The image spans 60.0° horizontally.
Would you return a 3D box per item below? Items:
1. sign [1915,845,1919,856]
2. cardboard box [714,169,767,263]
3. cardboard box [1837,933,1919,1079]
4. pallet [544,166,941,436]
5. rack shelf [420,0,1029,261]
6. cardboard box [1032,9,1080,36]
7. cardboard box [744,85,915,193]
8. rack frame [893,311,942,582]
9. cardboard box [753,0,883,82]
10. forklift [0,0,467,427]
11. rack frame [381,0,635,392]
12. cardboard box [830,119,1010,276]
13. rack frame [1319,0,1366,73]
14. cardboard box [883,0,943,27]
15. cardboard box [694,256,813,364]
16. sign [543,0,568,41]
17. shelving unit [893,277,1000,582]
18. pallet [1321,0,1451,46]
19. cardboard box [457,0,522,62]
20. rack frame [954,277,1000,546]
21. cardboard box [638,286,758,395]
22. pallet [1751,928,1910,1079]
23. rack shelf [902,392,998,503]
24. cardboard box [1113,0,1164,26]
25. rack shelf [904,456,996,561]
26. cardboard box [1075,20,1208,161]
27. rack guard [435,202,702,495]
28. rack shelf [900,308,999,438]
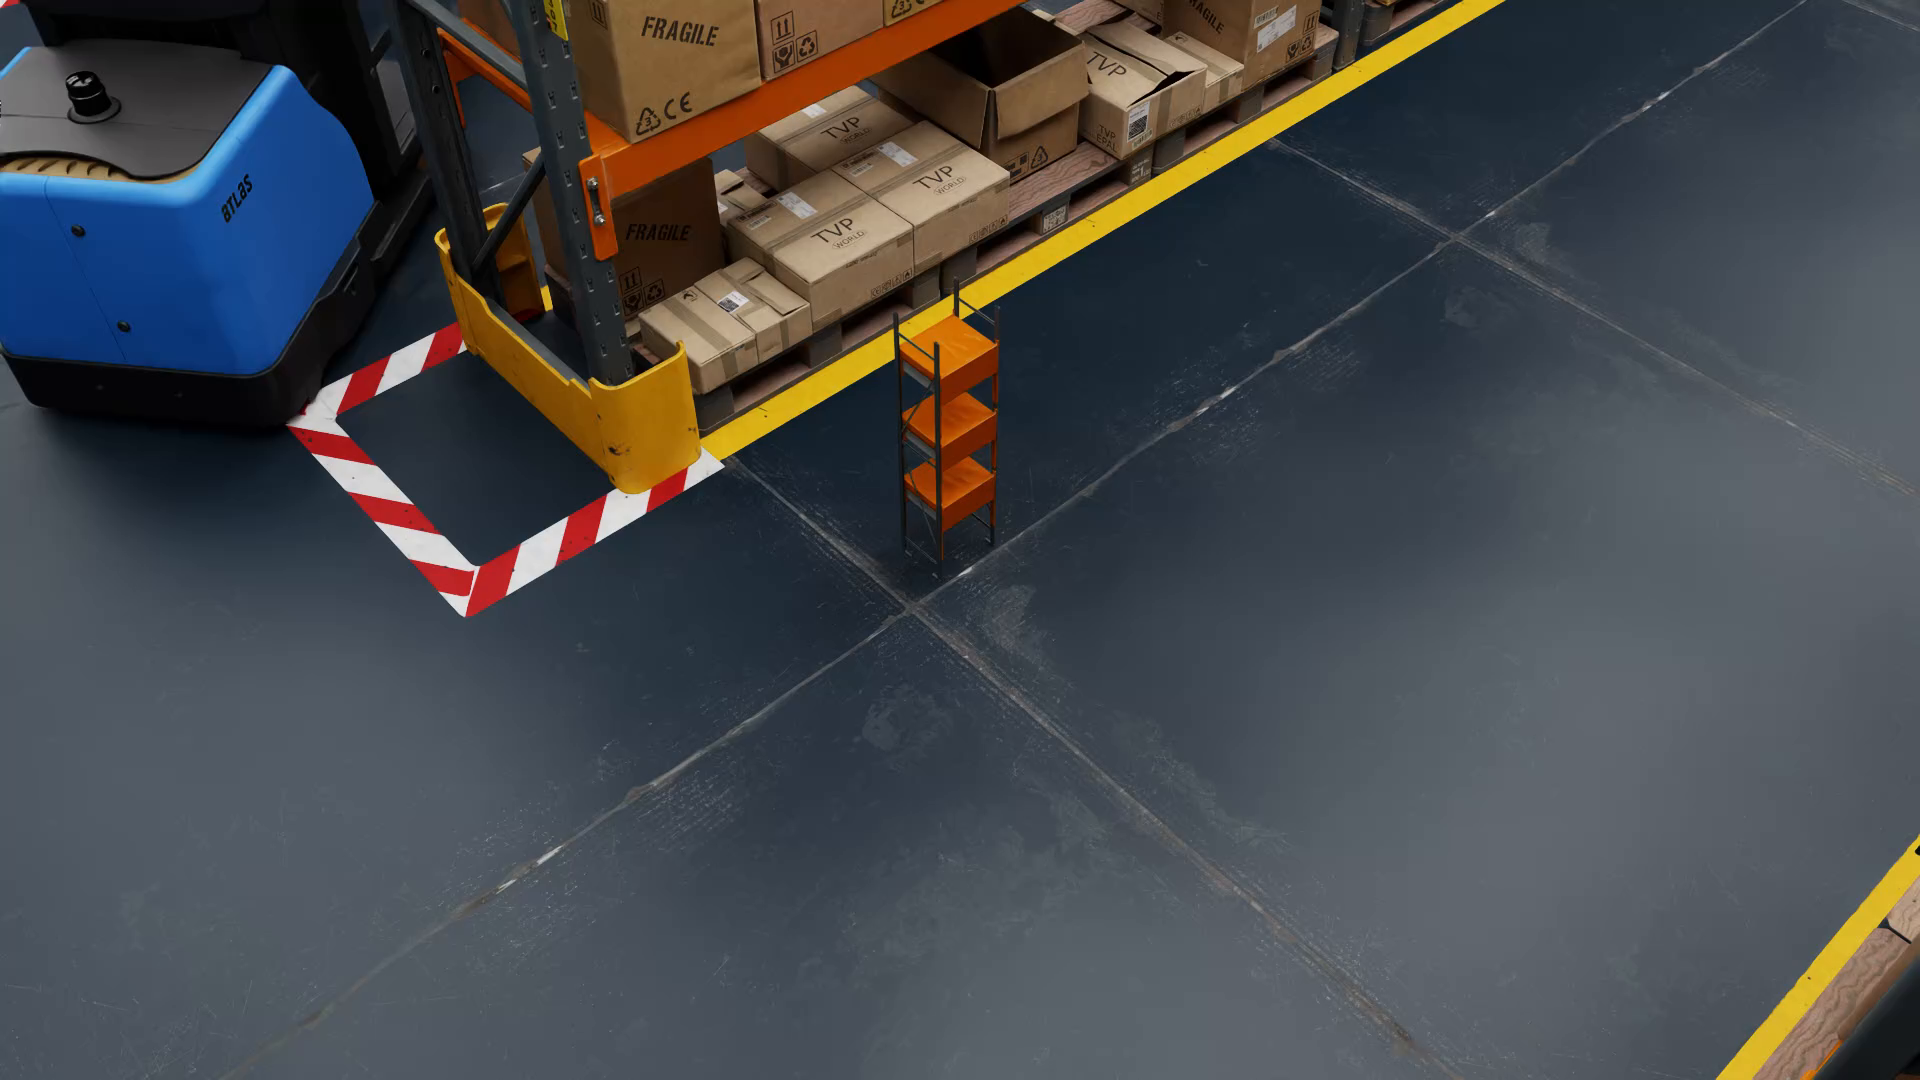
[{"bbox_3d":[1.492,0.393,2.397,0.005,0.325,0.100,-34,56,-27],"label":"sign"},{"bbox_3d":[-0.891,-1.266,6.506,0.250,0.166,0.380,-34,56,-27],"label":"cardboard box"},{"bbox_3d":[2.218,0.809,2.759,0.700,0.700,0.980,-31,55,-26],"label":"cardboard box"},{"bbox_3d":[-0.843,-1.010,6.539,1.213,0.211,1.003,-34,56,-27],"label":"pallet"},{"bbox_3d":[-0.008,-2.269,6.292,4.000,0.370,1.077,-34,56,-27],"label":"rack shelf"},{"bbox_3d":[0.382,-2.167,7.337,0.250,0.166,0.380,-34,56,-27],"label":"cardboard box"},{"bbox_3d":[-0.528,-1.597,6.754,0.500,0.250,0.500,-34,56,-27],"label":"cardboard box"},{"bbox_3d":[-0.130,-0.269,5.284,0.008,1.050,0.200,-34,56,-27],"label":"rack frame"},{"bbox_3d":[-0.604,-1.892,5.386,0.500,0.500,0.500,-34,56,-27],"label":"cardboard box"},{"bbox_3d":[-2.757,-2.497,6.060,1.130,2.935,3.031,5,48,5],"label":"forklift"},{"bbox_3d":[-1.488,-1.524,5.115,0.127,3.000,1.000,-34,56,-27],"label":"rack frame"},{"bbox_3d":[-0.155,-1.350,6.526,0.500,0.250,0.500,-34,56,-27],"label":"cardboard box"},{"bbox_3d":[1.471,-3.501,6.940,0.127,3.000,1.000,-34,56,-27],"label":"rack frame"},{"bbox_3d":[-0.231,-2.138,5.614,0.500,0.500,0.500,-34,56,-27],"label":"cardboard box"},{"bbox_3d":[-0.762,-0.856,6.127,0.250,0.166,0.380,-34,56,-27],"label":"cardboard box"},{"bbox_3d":[-1.123,-1.522,4.525,0.005,0.325,0.100,-34,56,-27],"label":"sign"},{"bbox_3d":[-0.040,-0.330,5.340,0.252,1.050,0.215,-34,56,-27],"label":"shelving unit"},{"bbox_3d":[2.048,-2.979,8.355,1.213,0.211,1.003,-34,56,-27],"label":"pallet"},{"bbox_3d":[-1.340,-1.927,5.419,0.500,0.500,0.500,-32,55,-26],"label":"cardboard box"},{"bbox_3d":[0.051,-0.390,5.395,0.008,1.050,0.200,-34,56,-27],"label":"rack frame"},{"bbox_3d":[-0.947,-0.726,6.020,0.250,0.149,0.380,-34,56,-27],"label":"cardboard box"},{"bbox_3d":[2.386,1.676,4.060,1.213,0.211,1.003,-34,56,-27],"label":"pallet"},{"bbox_3d":[-0.040,-0.322,5.348,0.240,0.259,0.215,-34,56,-27],"label":"rack shelf"},{"bbox_3d":[1.015,-2.649,7.683,0.500,0.311,0.500,-34,56,-27],"label":"cardboard box"},{"bbox_3d":[-0.040,-0.134,5.552,0.240,0.259,0.215,-34,56,-27],"label":"rack shelf"},{"bbox_3d":[0.686,-1.932,7.022,0.500,0.311,0.500,-34,56,-27],"label":"cardboard box"},{"bbox_3d":[-1.432,-0.714,6.068,0.348,0.500,1.175,-34,56,-27],"label":"rack guard"},{"bbox_3d":[-0.040,-0.515,5.139,0.240,0.259,0.215,-34,56,-27],"label":"rack shelf"}]
